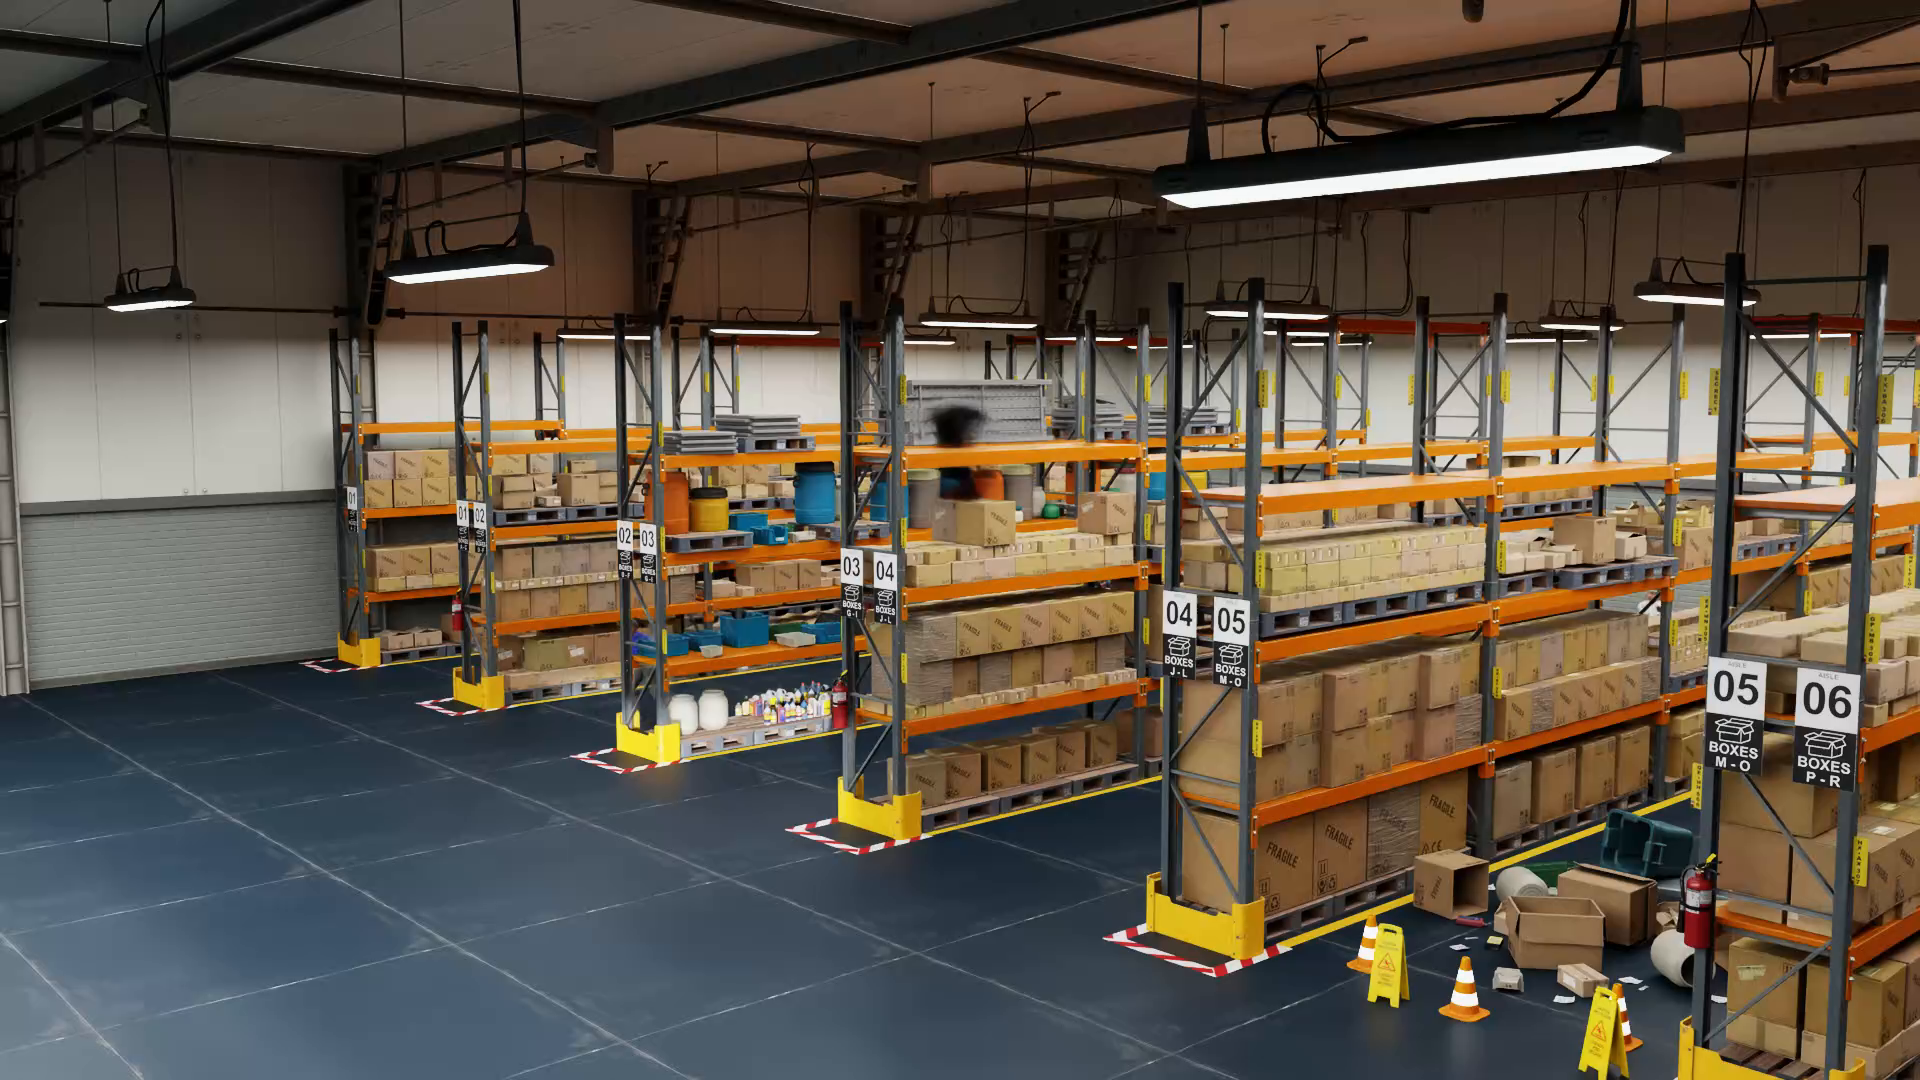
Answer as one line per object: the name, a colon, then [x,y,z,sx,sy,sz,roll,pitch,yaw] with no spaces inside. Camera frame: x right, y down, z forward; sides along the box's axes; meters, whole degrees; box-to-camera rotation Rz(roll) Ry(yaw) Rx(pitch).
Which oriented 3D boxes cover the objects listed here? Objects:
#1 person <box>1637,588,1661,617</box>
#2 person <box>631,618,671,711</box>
person: [11.657,1.578,27.984,0.558,1.673,0.758,4,7,36]
person: [-4.667,1.948,24.763,0.624,1.647,0.906,5,8,42]
